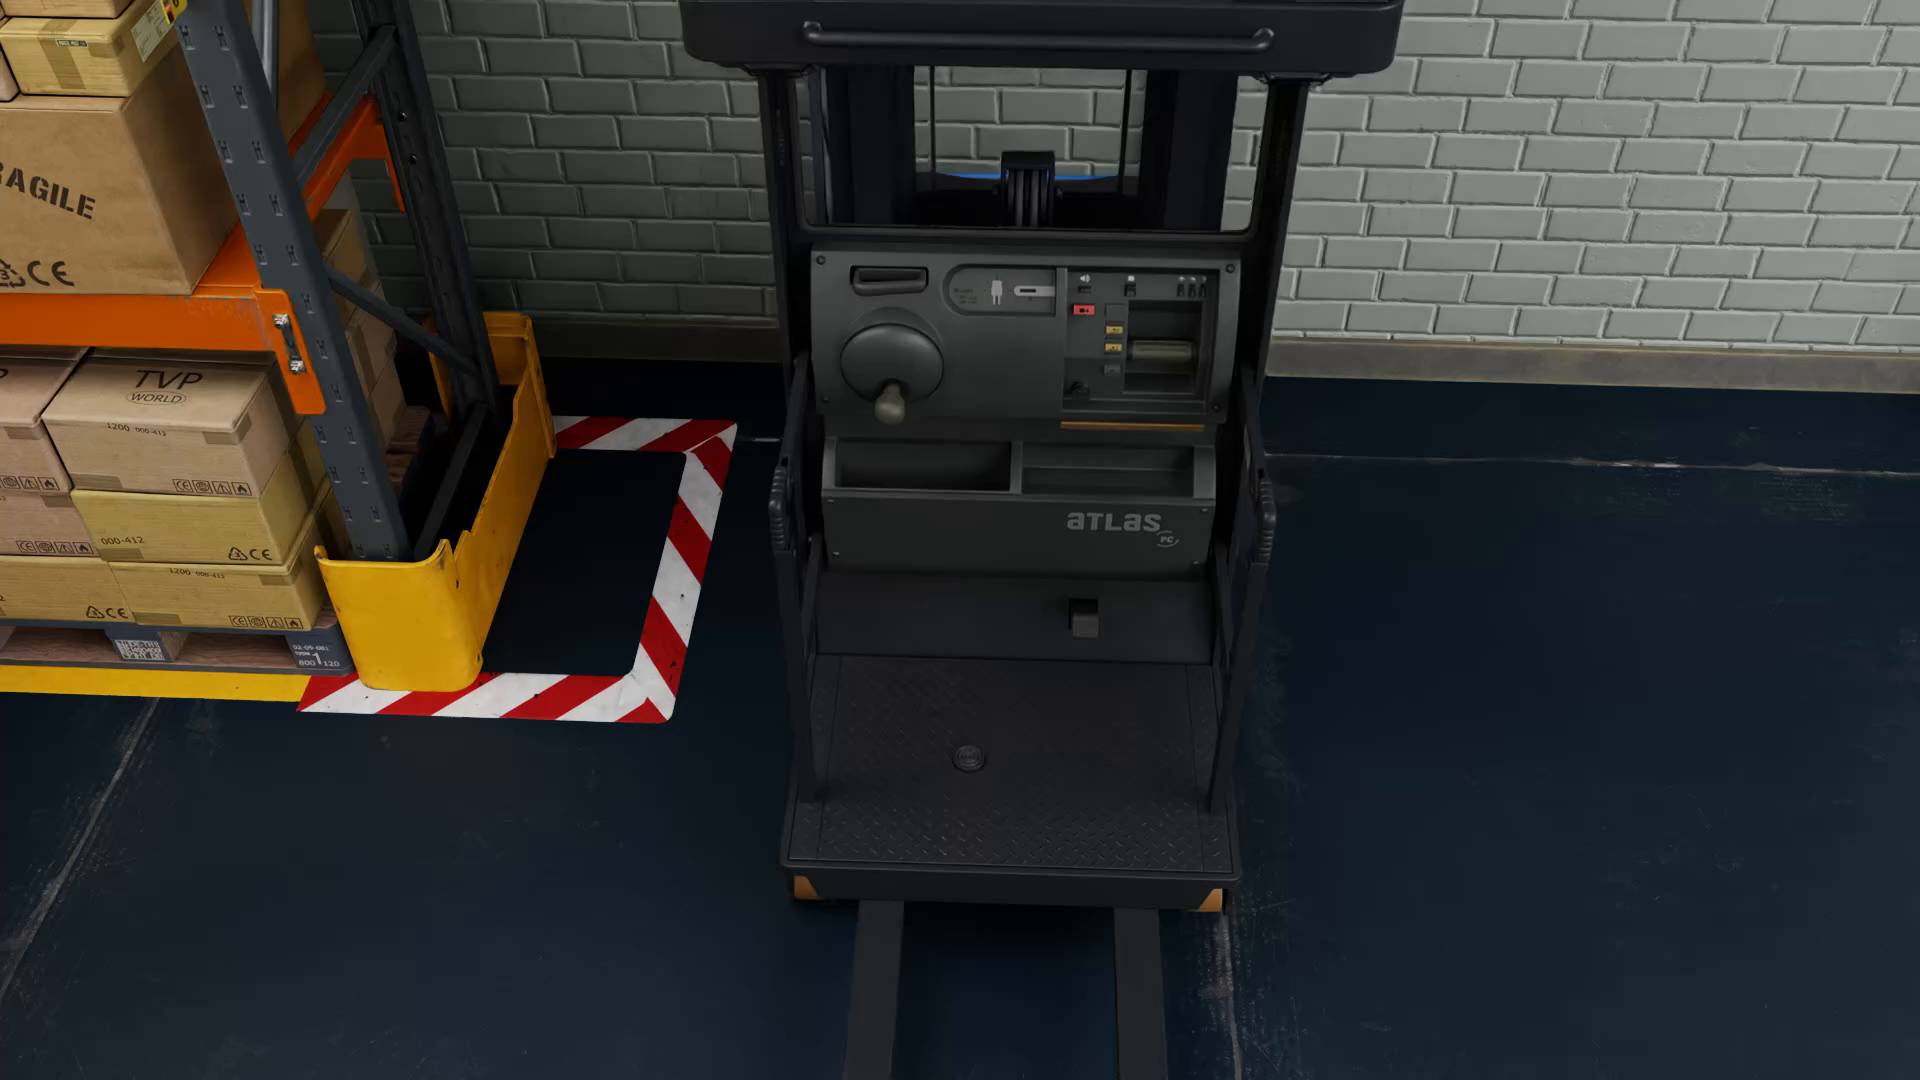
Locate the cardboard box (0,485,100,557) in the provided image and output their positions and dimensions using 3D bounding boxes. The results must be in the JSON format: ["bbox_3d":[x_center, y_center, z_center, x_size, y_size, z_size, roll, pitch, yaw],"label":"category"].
[{"bbox_3d":[-2.573,-0.218,4.625,0.500,0.250,0.500,1,43,1],"label":"cardboard box"}]

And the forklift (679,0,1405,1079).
[{"bbox_3d":[0.133,-0.356,3.482,1.130,2.935,3.031,1,43,2],"label":"forklift"}]

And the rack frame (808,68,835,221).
[{"bbox_3d":[-0.405,-0.998,5.196,0.032,1.500,0.500,1,41,0],"label":"rack frame"}]

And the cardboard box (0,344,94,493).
[{"bbox_3d":[-2.557,-0.389,4.443,0.500,0.250,0.500,2,43,3],"label":"cardboard box"}]

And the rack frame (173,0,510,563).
[{"bbox_3d":[-1.572,-1.062,4.190,0.127,3.000,1.000,2,43,2],"label":"rack frame"}]

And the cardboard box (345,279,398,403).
[{"bbox_3d":[-2.033,-0.549,4.981,0.500,0.250,0.500,2,43,3],"label":"cardboard box"}]

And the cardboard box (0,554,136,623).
[{"bbox_3d":[-2.552,-0.031,4.792,0.500,0.250,0.500,2,43,2],"label":"cardboard box"}]

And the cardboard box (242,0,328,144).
[{"bbox_3d":[-2.055,-1.303,4.375,0.500,0.500,0.500,3,43,3],"label":"cardboard box"}]

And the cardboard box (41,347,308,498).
[{"bbox_3d":[-2.046,-0.378,4.430,0.500,0.250,0.500,3,43,3],"label":"cardboard box"}]

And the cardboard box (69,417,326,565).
[{"bbox_3d":[-2.073,-0.195,4.601,0.500,0.250,0.500,1,43,1],"label":"cardboard box"}]

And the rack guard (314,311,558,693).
[{"bbox_3d":[-1.548,-0.147,5.041,0.348,0.500,1.175,2,43,2],"label":"rack guard"}]

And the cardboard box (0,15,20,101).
[{"bbox_3d":[-2.188,-1.144,3.728,0.250,0.149,0.380,2,43,3],"label":"cardboard box"}]

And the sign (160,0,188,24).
[{"bbox_3d":[-1.611,-1.204,3.318,0.005,0.325,0.100,2,43,2],"label":"sign"}]

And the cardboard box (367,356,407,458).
[{"bbox_3d":[-2.054,-0.358,5.143,0.500,0.250,0.500,2,43,2],"label":"cardboard box"}]

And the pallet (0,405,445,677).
[{"bbox_3d":[-2.338,-0.037,5.135,1.213,0.211,1.003,2,43,2],"label":"pallet"}]

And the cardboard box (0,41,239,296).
[{"bbox_3d":[-2.076,-0.935,3.980,0.500,0.500,0.500,1,43,1],"label":"cardboard box"}]

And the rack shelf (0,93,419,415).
[{"bbox_3d":[-3.570,-0.861,4.501,4.000,0.370,1.077,2,43,2],"label":"rack shelf"}]

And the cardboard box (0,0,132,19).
[{"bbox_3d":[-1.940,-1.313,3.691,0.250,0.149,0.380,2,43,2],"label":"cardboard box"}]

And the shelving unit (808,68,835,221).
[{"bbox_3d":[0.095,-0.989,5.192,1.083,1.500,0.587,1,41,0],"label":"shelving unit"}]

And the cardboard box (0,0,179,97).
[{"bbox_3d":[-1.931,-1.156,3.741,0.250,0.149,0.380,2,43,3],"label":"cardboard box"}]

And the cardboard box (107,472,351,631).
[{"bbox_3d":[-2.056,-0.009,4.768,0.500,0.250,0.500,2,43,2],"label":"cardboard box"}]

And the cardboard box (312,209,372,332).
[{"bbox_3d":[-2.044,-0.719,4.797,0.500,0.250,0.500,1,43,1],"label":"cardboard box"}]
